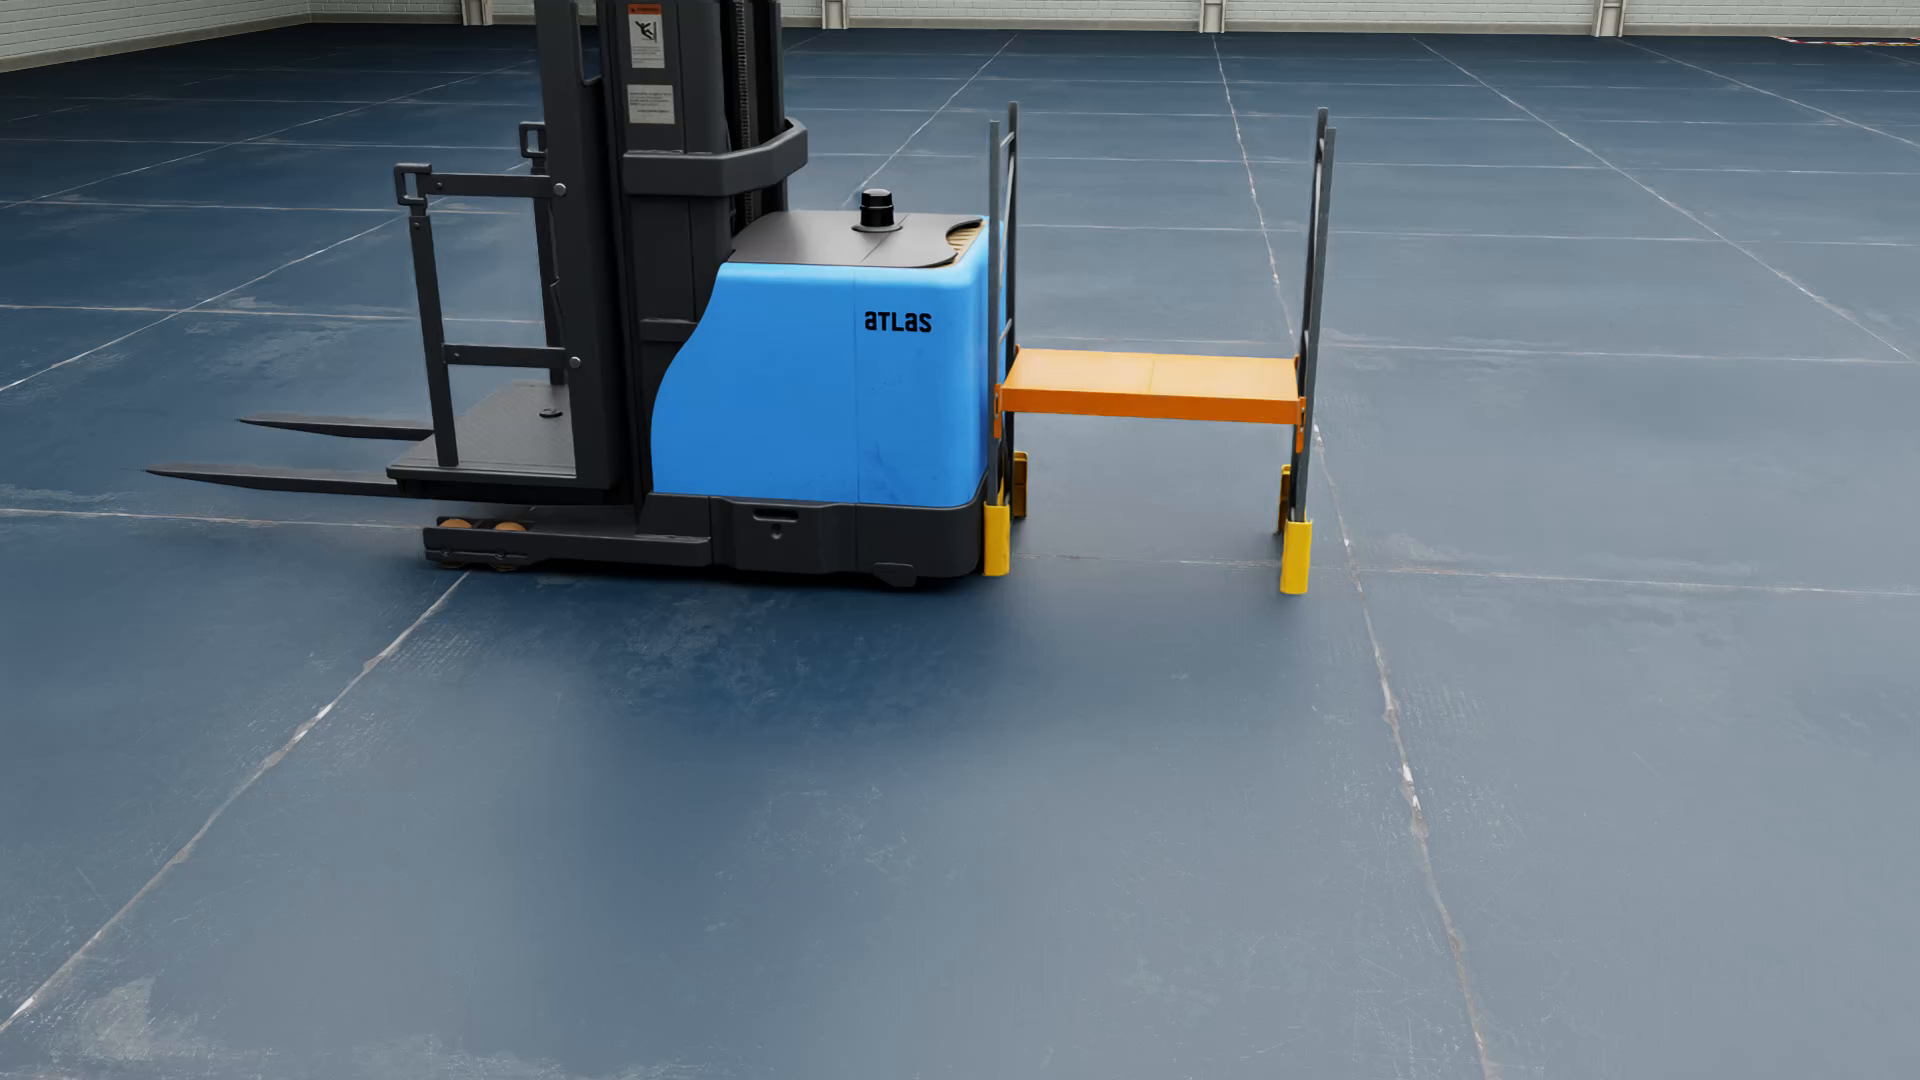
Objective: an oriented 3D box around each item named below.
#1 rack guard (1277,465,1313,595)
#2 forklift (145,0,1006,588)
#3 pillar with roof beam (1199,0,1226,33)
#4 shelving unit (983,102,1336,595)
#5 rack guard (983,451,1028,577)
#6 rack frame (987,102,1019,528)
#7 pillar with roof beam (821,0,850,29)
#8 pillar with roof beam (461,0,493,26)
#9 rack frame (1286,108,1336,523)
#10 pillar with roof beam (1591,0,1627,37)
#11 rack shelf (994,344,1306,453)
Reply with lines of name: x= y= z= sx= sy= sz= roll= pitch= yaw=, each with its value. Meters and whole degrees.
rack guard: x=1.147 y=-0.044 z=5.711 sx=0.087 sy=0.250 sz=0.587 roll=3 pitch=22 yaw=8
forklift: x=-1.381 y=-1.442 z=5.601 sx=3.031 sy=2.935 sz=1.130 roll=3 pitch=22 yaw=8
pillar with roof beam: x=3.452 y=-10.613 z=20.544 sx=0.400 sy=9.000 sz=9.100 roll=2 pitch=22 yaw=6
shelving unit: x=0.655 y=-0.653 z=5.552 sx=1.083 sy=1.500 sz=0.587 roll=3 pitch=22 yaw=8
rack guard: x=0.163 y=-0.100 z=5.853 sx=0.087 sy=0.250 sz=0.587 roll=3 pitch=22 yaw=8
rack frame: x=0.143 y=-0.683 z=5.626 sx=0.032 sy=1.500 sz=0.500 roll=3 pitch=22 yaw=8
pillar with roof beam: x=-2.507 y=-10.872 z=21.201 sx=0.400 sy=9.000 sz=9.100 roll=2 pitch=22 yaw=6
pillar with roof beam: x=-8.465 y=-11.132 z=21.857 sx=0.400 sy=9.000 sz=9.100 roll=2 pitch=22 yaw=6
rack frame: x=1.148 y=-0.625 z=5.481 sx=0.032 sy=1.500 sz=0.500 roll=3 pitch=22 yaw=8
pillar with roof beam: x=9.410 y=-10.353 z=19.887 sx=0.400 sy=9.000 sz=9.100 roll=2 pitch=22 yaw=6
rack shelf: x=0.646 y=-0.487 z=5.620 sx=1.000 sy=0.185 sz=0.538 roll=3 pitch=22 yaw=8
